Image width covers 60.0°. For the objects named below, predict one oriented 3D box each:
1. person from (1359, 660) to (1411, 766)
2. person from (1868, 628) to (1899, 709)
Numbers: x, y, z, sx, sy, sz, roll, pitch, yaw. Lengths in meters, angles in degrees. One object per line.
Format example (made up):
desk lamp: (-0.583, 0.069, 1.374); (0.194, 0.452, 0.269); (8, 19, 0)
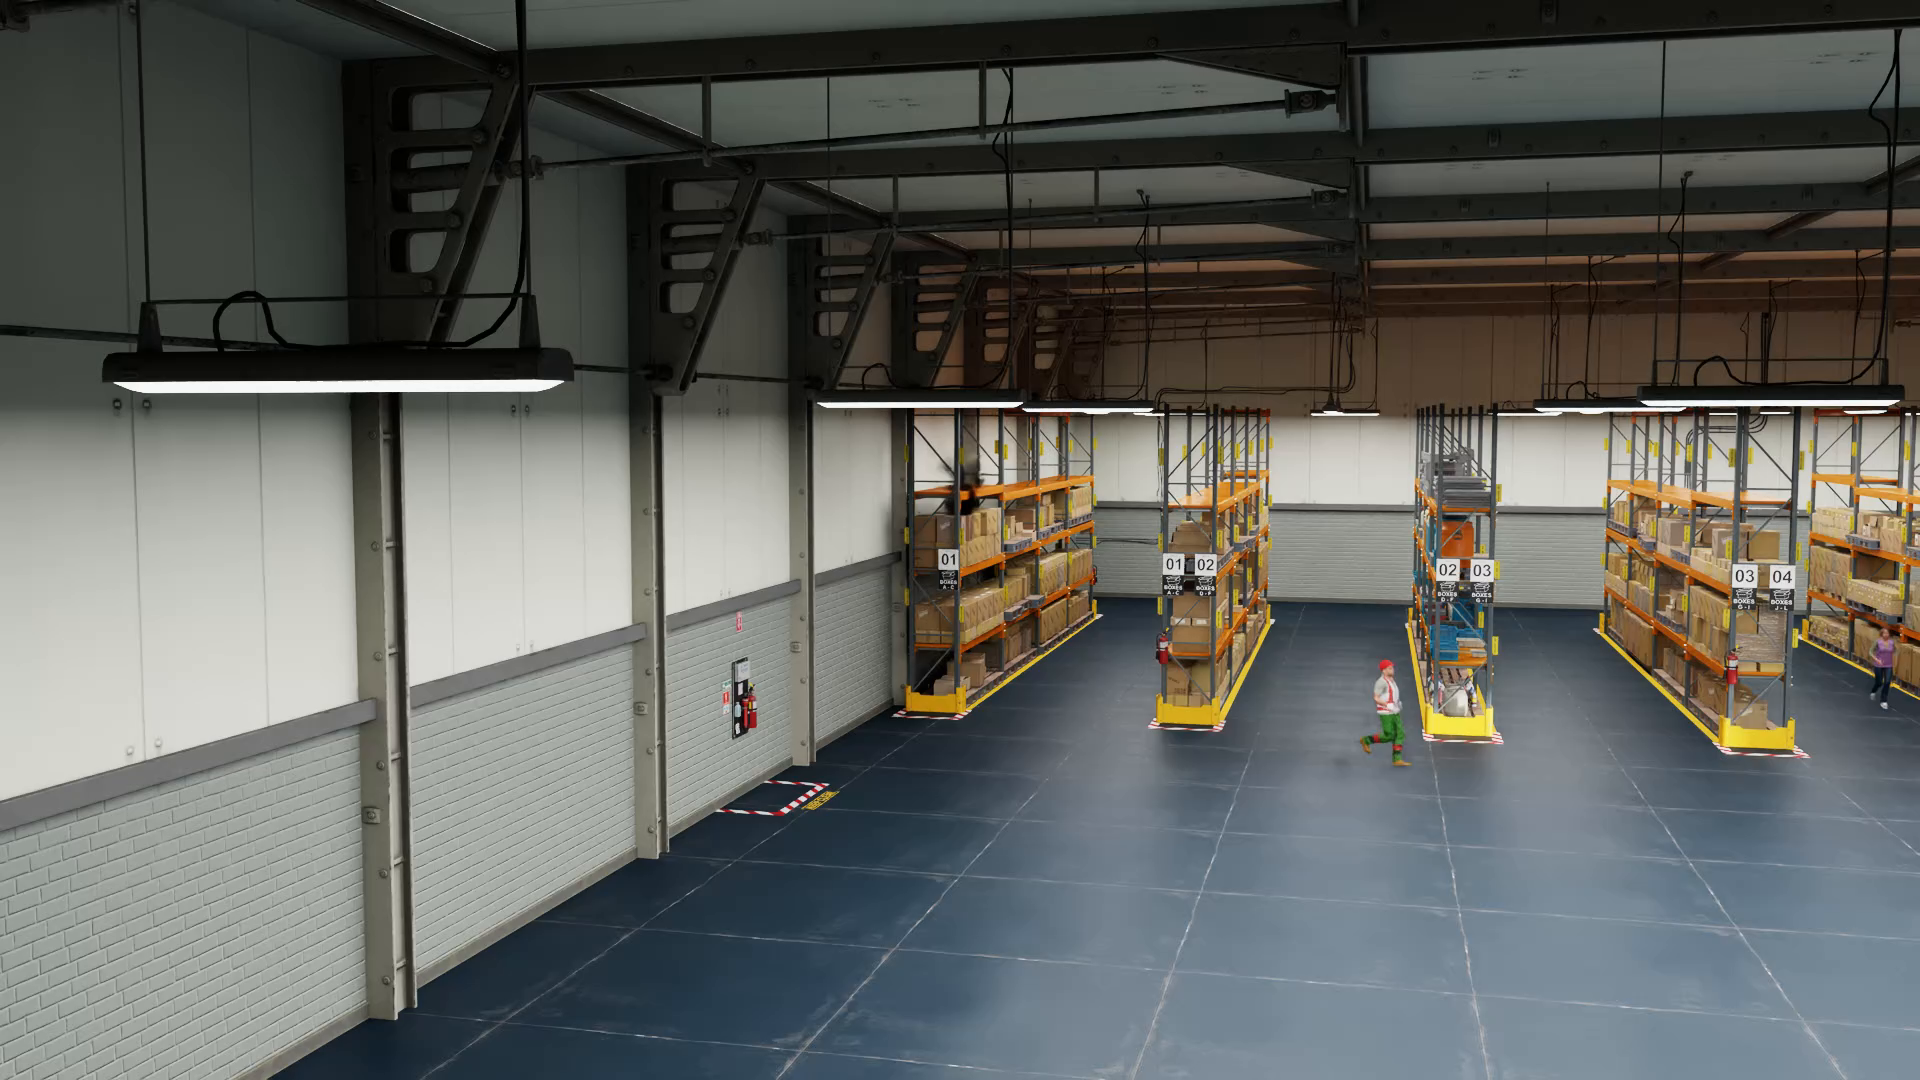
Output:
person: (7.073, 2.855, 27.515); (0.866, 1.755, 0.669); (3, 5, 37)
person: (18.389, 2.531, 33.124); (0.566, 1.593, 0.673); (1, 4, 13)
